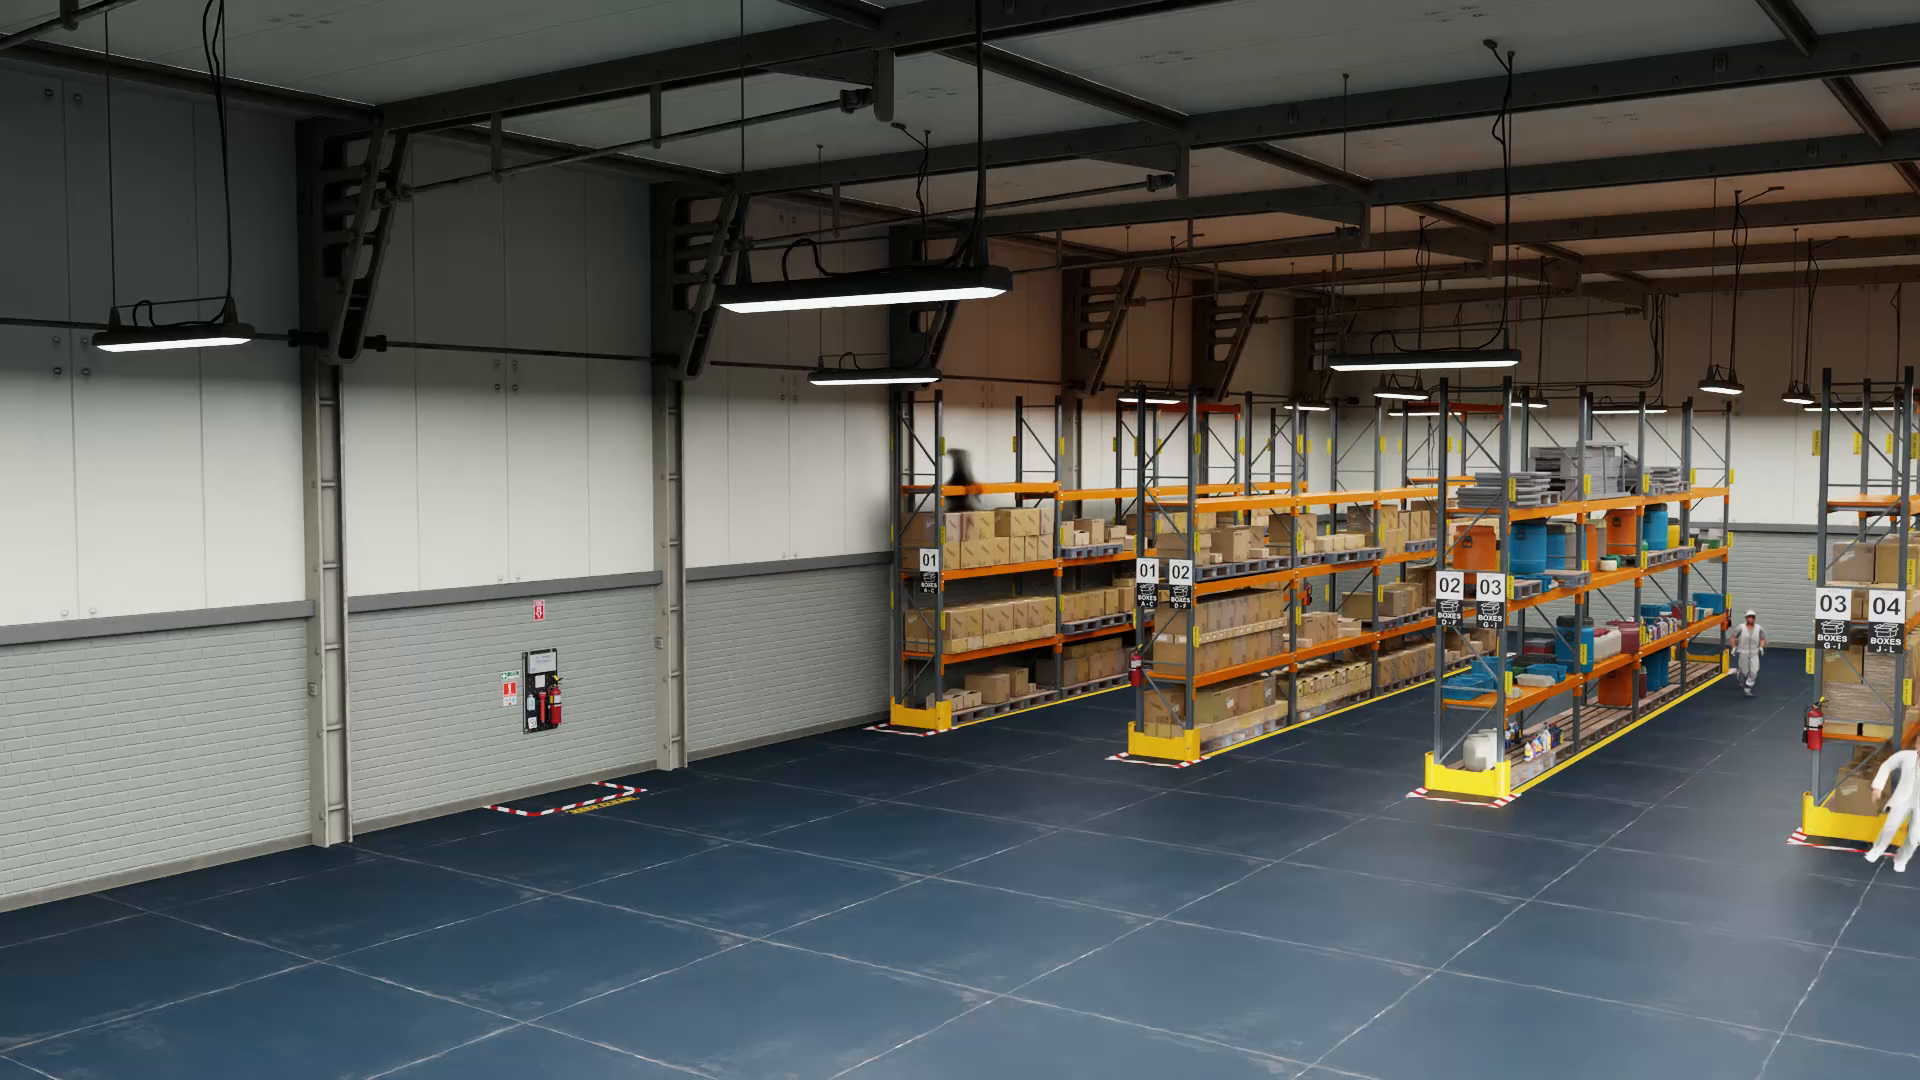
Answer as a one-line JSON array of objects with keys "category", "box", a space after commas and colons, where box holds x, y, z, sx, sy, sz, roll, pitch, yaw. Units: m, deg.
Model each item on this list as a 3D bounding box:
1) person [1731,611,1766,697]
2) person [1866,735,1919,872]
[{"category": "person", "box": [15.799, 2.266, 33.335, 0.659, 1.725, 0.642, 1, 3, 14]}, {"category": "person", "box": [11.186, 3.103, 19.529, 0.938, 1.695, 0.623, 1, 4, 24]}]
